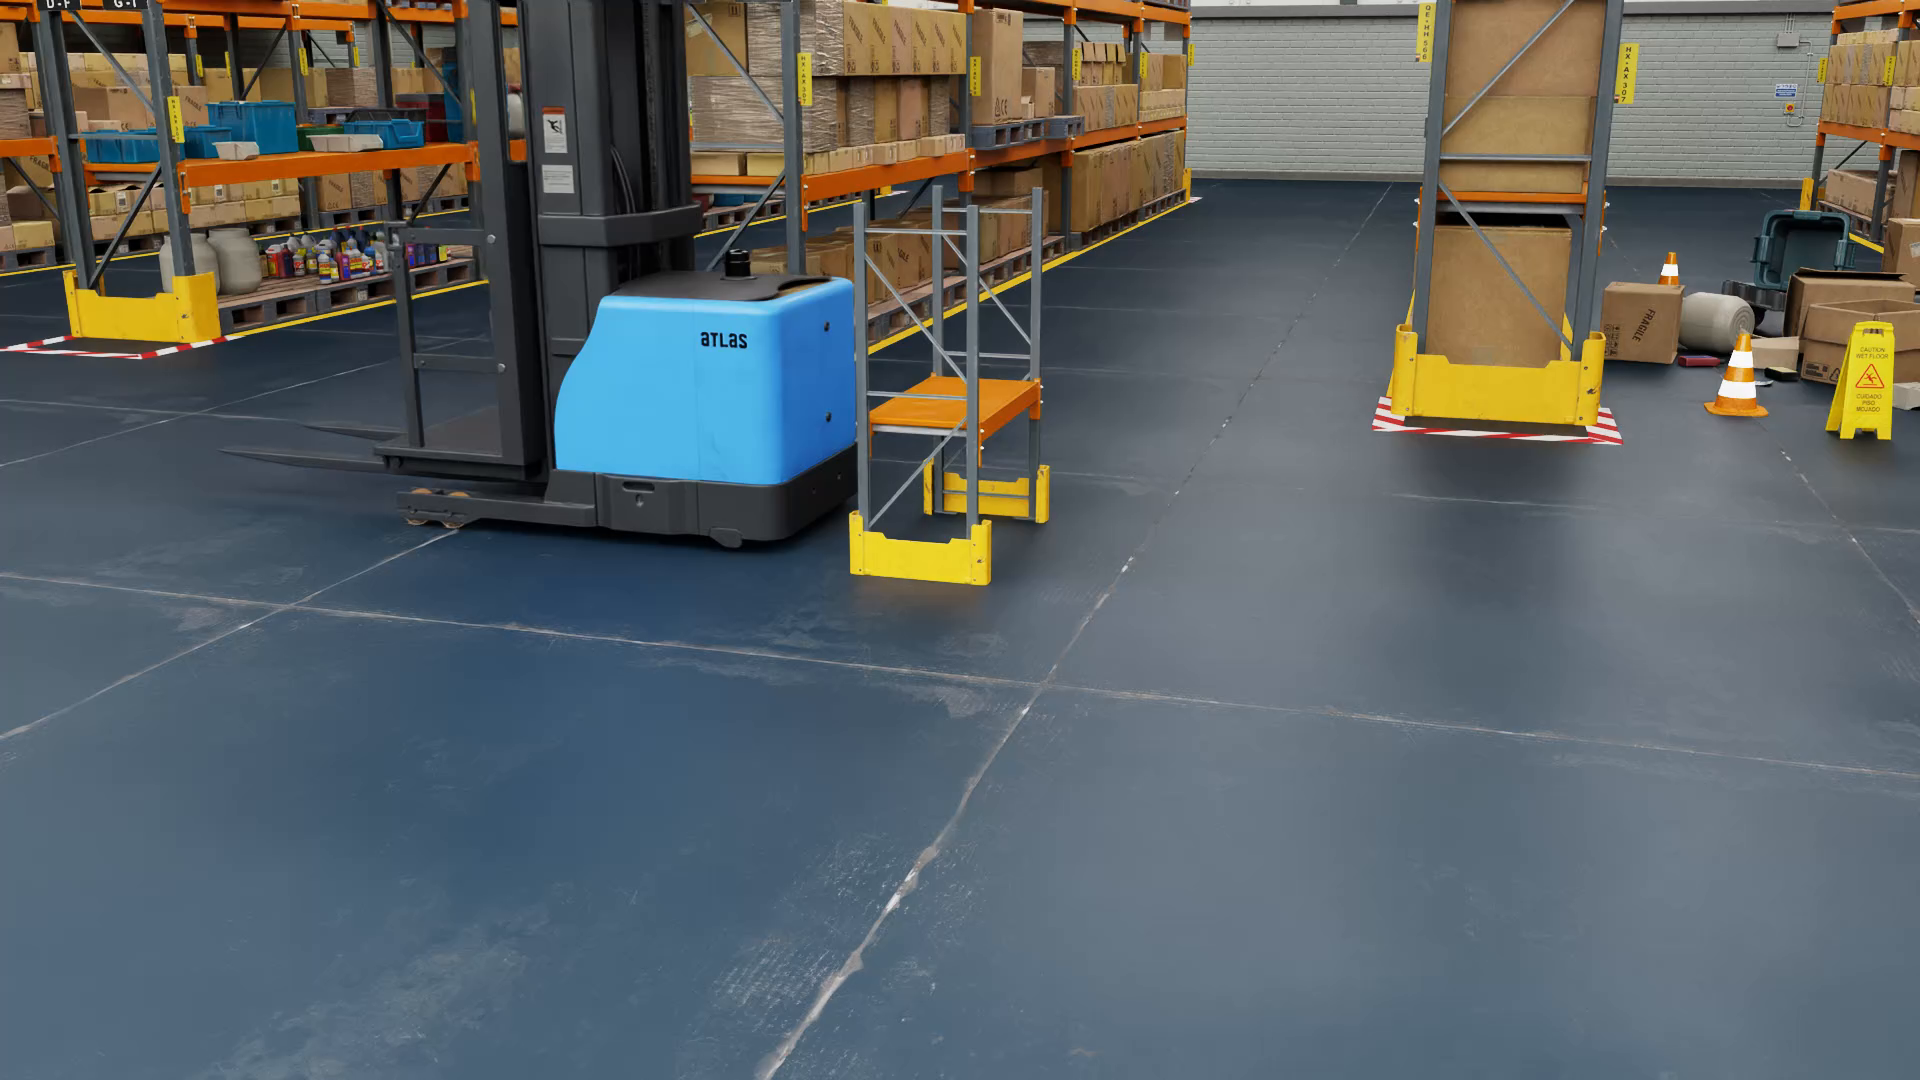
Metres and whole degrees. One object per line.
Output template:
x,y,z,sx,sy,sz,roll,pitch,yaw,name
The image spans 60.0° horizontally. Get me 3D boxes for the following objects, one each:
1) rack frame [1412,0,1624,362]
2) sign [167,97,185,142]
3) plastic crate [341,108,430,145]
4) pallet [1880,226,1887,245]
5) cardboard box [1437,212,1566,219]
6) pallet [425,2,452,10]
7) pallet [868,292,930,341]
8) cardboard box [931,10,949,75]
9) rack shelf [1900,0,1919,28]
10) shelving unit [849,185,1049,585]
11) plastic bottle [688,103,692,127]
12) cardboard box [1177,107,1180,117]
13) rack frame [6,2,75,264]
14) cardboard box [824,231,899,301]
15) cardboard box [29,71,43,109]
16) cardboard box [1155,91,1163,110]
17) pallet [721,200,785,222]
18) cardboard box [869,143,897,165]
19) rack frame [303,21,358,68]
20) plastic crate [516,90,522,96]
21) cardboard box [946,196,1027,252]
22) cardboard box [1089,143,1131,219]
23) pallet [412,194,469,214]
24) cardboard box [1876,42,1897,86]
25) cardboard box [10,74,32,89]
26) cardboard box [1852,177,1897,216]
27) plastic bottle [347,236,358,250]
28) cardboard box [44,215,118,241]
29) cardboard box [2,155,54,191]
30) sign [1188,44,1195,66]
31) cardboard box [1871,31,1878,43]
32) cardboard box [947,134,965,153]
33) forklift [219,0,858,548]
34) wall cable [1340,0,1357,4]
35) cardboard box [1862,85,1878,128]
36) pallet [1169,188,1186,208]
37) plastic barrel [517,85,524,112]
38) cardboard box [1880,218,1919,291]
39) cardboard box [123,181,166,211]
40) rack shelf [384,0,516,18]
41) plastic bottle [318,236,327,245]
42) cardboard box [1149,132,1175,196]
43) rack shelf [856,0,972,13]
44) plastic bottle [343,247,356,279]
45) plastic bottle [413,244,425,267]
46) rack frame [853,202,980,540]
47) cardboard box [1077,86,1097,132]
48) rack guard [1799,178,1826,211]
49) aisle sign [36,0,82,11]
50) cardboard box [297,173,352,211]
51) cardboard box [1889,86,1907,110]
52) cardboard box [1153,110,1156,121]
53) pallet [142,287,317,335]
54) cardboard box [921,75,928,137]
3.198,-2.200,9.587,1.000,3.000,0.127,5,16,16,rack frame
-5.751,-3.084,12.199,0.100,0.325,0.005,5,16,16,sign
-5.412,-3.884,15.641,0.767,0.338,0.504,5,16,16,plastic crate
11.236,-3.432,19.044,1.003,0.211,1.213,5,16,16,pallet
3.575,-1.792,11.276,0.875,0.875,0.875,4,16,15,cardboard box
-7.868,-7.707,23.851,1.213,0.211,1.003,5,16,16,pallet
-0.894,-1.817,13.349,1.003,0.211,1.213,5,16,16,pallet
-0.397,-4.059,13.584,0.500,0.500,0.500,5,16,16,cardboard box
10.814,-5.555,17.240,1.077,0.370,4.000,5,16,16,rack shelf
-0.022,-0.702,7.054,0.587,1.500,1.083,5,16,16,shelving unit
-3.358,-5.272,20.635,0.061,0.283,0.133,5,16,16,plastic bottle
3.088,-6.423,24.938,0.380,0.149,0.250,5,16,16,cardboard box
-9.889,-4.426,17.438,1.000,3.000,0.127,5,16,16,rack frame
-0.801,-2.236,13.528,0.500,0.500,0.500,3,16,11,cardboard box
-12.962,-6.300,23.280,0.500,0.500,0.500,5,17,18,cardboard box
2.554,-6.189,23.384,0.500,0.250,0.500,5,17,17,cardboard box
-3.127,-4.594,23.140,1.003,0.211,1.213,5,16,16,pallet
-0.700,-2.931,12.626,0.380,0.149,0.250,5,16,16,cardboard box
-11.229,-7.949,29.858,1.000,3.000,0.127,5,16,16,rack frame
-4.757,-4.720,18.354,0.402,0.464,0.583,5,16,16,plastic crate
0.273,-3.241,17.033,0.700,0.500,0.500,6,17,21,cardboard box
1.465,-4.527,20.918,1.225,0.875,0.875,4,16,14,cardboard box
-7.810,-4.962,24.437,1.003,0.211,1.213,5,16,16,pallet
11.252,-5.656,19.757,0.500,0.500,0.500,4,16,15,cardboard box
-9.761,-4.699,17.027,0.380,0.149,0.250,5,16,16,cardboard box
11.918,-4.341,21.064,0.875,0.438,0.875,4,16,14,cardboard box
-5.694,-2.714,15.595,0.097,0.271,0.097,0,16,0,plastic bottle
-9.537,-3.392,18.060,0.500,0.250,0.500,4,16,15,cardboard box
-13.168,-5.206,23.357,0.750,0.750,0.750,4,16,15,cardboard box
3.534,-7.422,25.443,0.100,0.325,0.005,5,16,16,sign
11.589,-6.258,20.690,0.380,0.149,0.250,4,16,15,cardboard box
-0.171,-3.457,14.482,0.380,0.149,0.250,5,16,16,cardboard box
-2.043,-1.591,7.566,3.031,2.935,1.130,5,17,17,forklift
7.930,-12.443,28.811,2.277,5.999,0.120,5,16,16,wall cable
11.410,-5.306,20.356,0.500,0.500,0.500,4,16,15,cardboard box
2.866,-5.240,25.417,1.003,0.211,1.213,5,16,16,pallet
-4.450,-4.532,17.561,0.433,0.535,0.433,0,16,0,plastic barrel
7.394,-2.181,12.714,0.500,0.500,0.500,5,16,16,cardboard box
-9.240,-3.930,18.931,0.500,0.311,0.500,4,16,14,cardboard box
-4.573,-5.662,17.614,1.077,0.370,4.000,5,16,16,rack shelf
-5.909,-2.678,15.445,0.061,0.283,0.133,5,17,18,plastic bottle
2.654,-5.565,24.576,0.875,0.875,0.875,5,16,16,cardboard box
-0.961,-4.231,12.570,1.077,0.370,4.000,5,16,16,rack shelf
-5.366,-2.434,14.606,0.097,0.271,0.097,0,16,0,plastic bottle
-5.102,-2.738,15.532,0.144,0.351,0.185,4,16,13,plastic bottle
-0.169,-0.566,6.577,0.500,1.500,0.032,5,16,16,rack frame
1.288,-4.993,19.252,0.500,0.500,0.500,4,16,14,cardboard box
12.526,-4.832,23.449,1.175,0.500,0.348,5,16,16,rack guard
-6.583,-4.250,12.051,0.394,0.787,0.004,5,16,16,aisle sign
-8.349,-4.579,21.750,0.500,0.500,0.500,5,17,18,cardboard box
10.987,-5.057,19.019,0.500,0.250,0.500,4,16,14,cardboard box
2.506,-5.888,23.050,0.380,0.149,0.250,4,16,14,cardboard box
-6.065,-1.889,13.602,1.003,0.211,1.213,5,16,16,pallet
-0.755,-3.607,13.822,0.875,0.500,0.500,5,16,16,cardboard box
